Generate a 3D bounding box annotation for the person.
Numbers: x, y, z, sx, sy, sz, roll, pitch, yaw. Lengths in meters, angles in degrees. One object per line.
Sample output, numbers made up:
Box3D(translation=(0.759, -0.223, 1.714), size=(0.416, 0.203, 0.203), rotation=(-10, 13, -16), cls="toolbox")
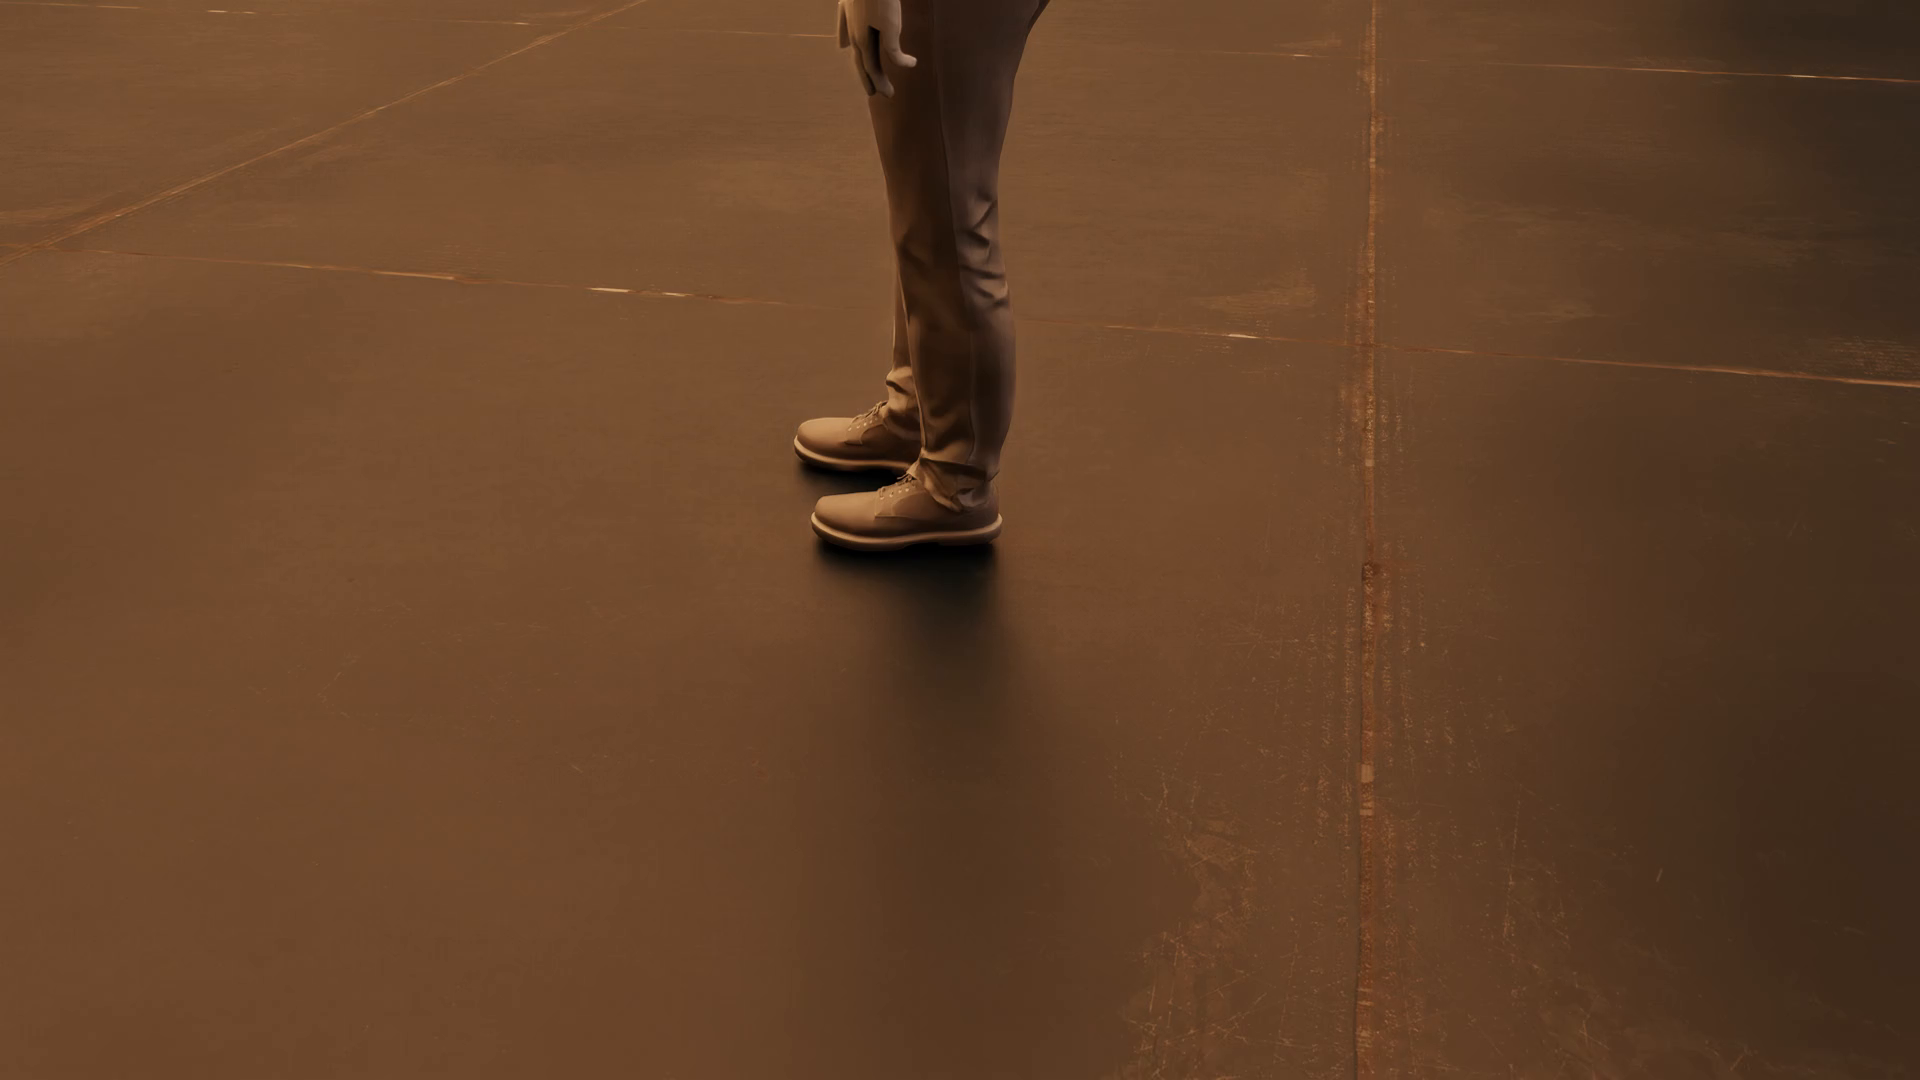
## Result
Box3D(translation=(-0.065, -0.773, 2.134), size=(0.531, 1.696, 0.588), rotation=(6, 27, 11), cls="person")
